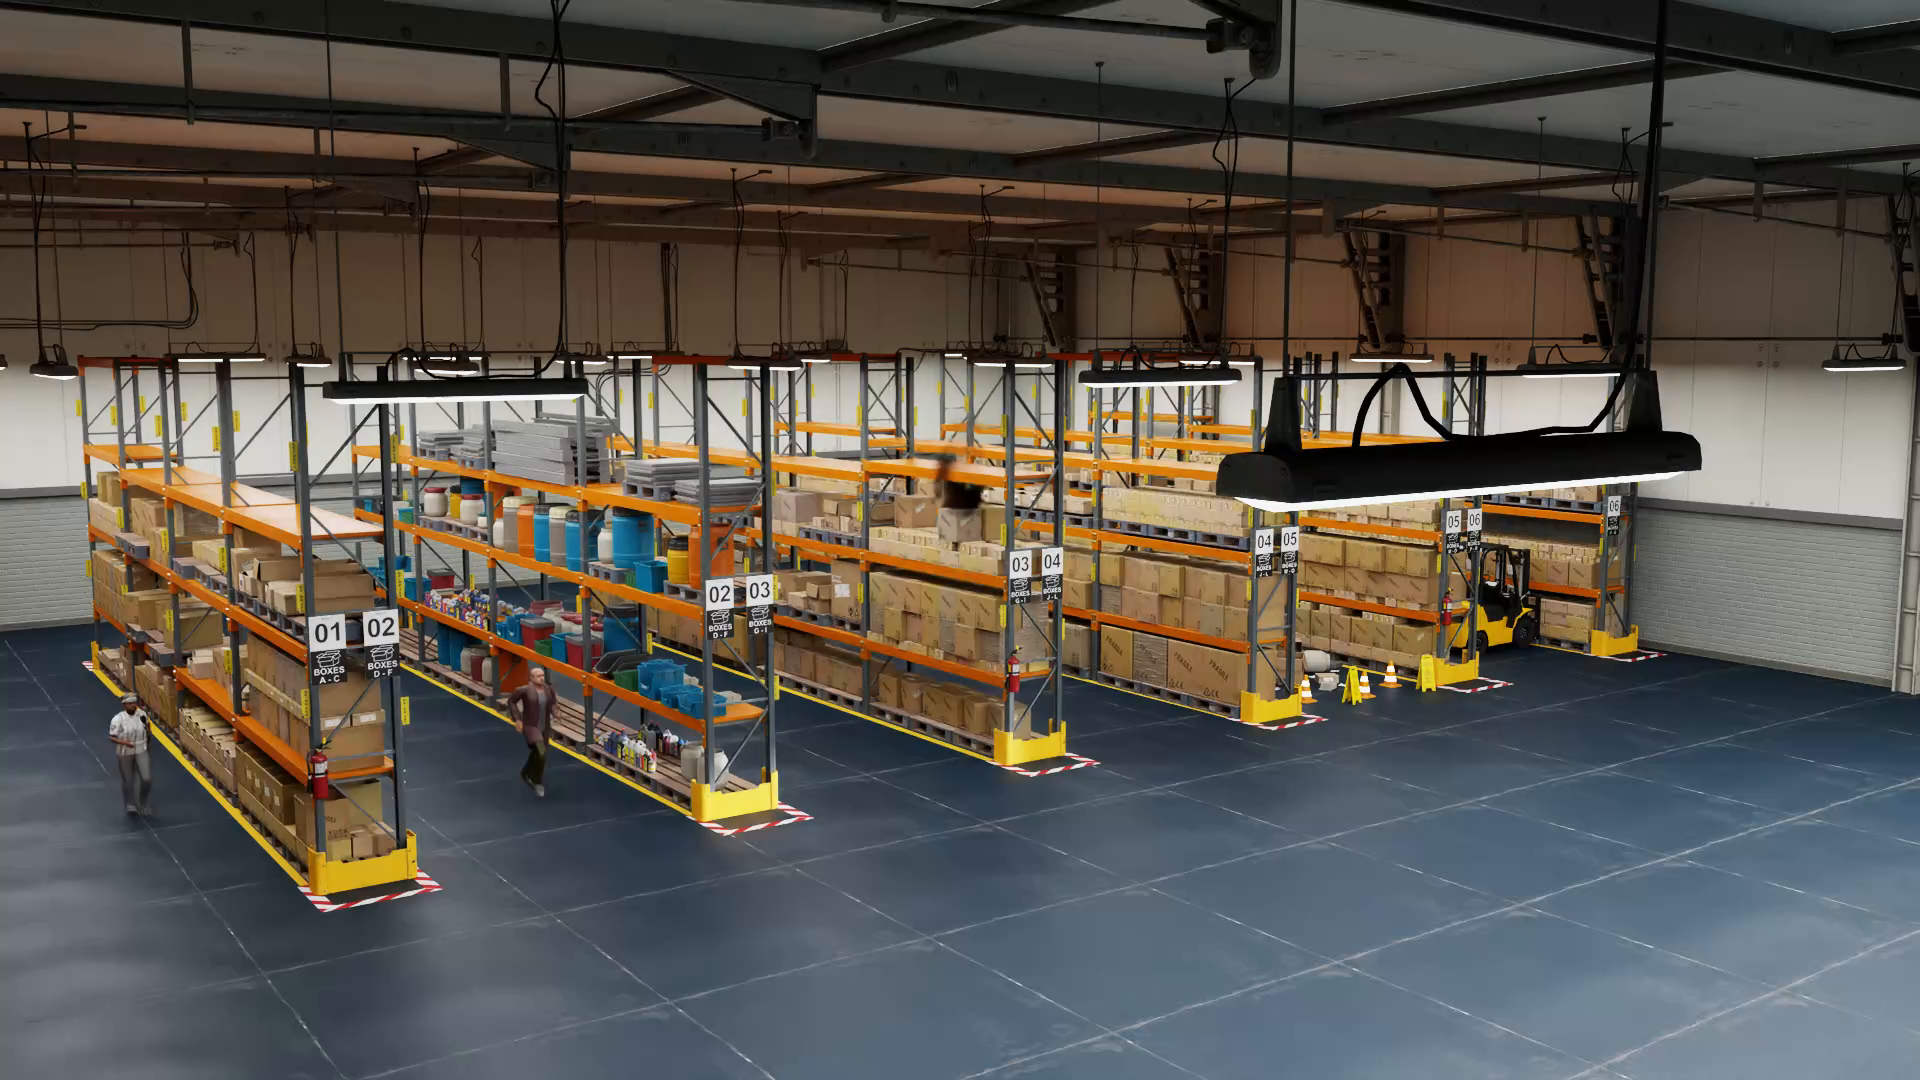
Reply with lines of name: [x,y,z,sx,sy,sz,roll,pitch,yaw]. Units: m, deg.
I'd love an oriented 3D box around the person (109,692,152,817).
person: [-10.935,2.849,21.998,0.572,1.725,0.683,-6,9,-40]

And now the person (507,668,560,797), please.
person: [-5.913,2.665,23.200,0.931,1.814,0.617,6,9,39]
